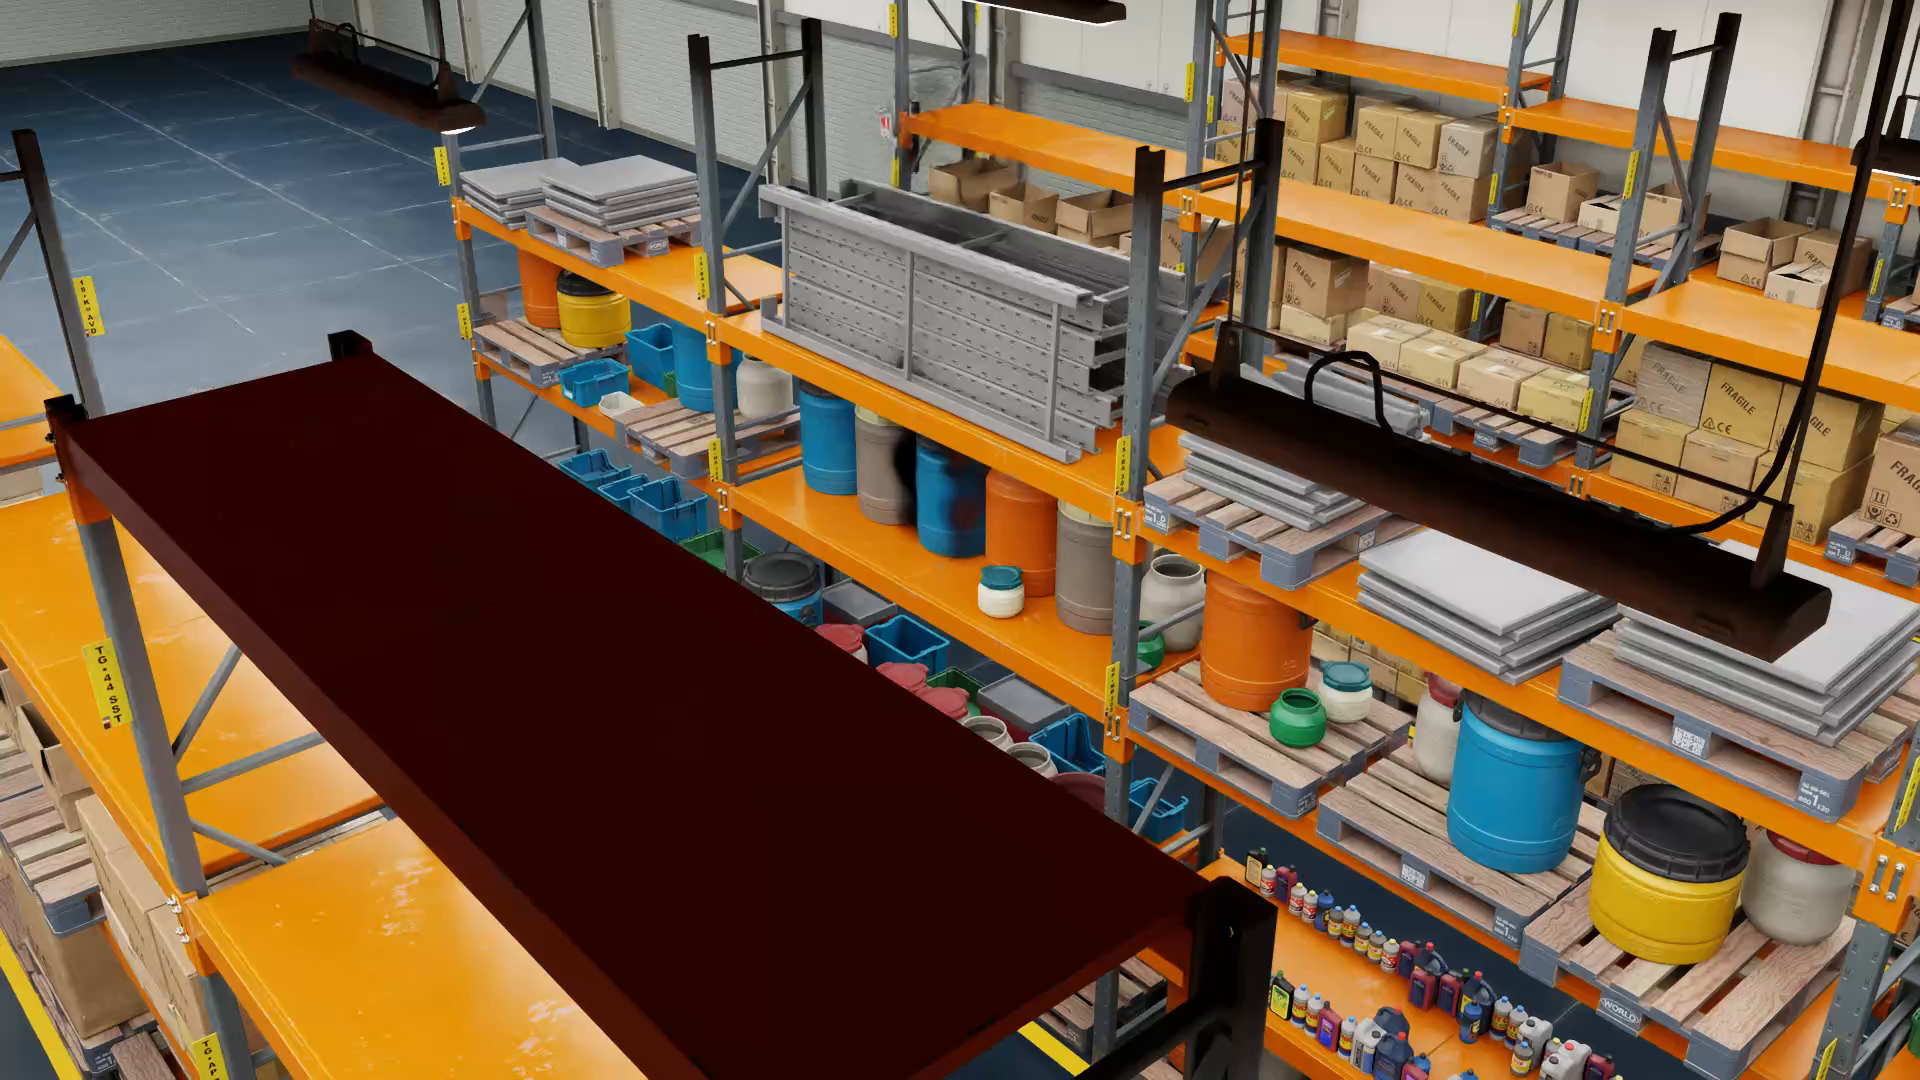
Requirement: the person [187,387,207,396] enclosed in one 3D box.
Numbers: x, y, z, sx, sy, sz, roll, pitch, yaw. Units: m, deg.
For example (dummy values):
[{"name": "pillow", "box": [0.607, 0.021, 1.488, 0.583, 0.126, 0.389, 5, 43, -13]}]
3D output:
[{"name": "person", "box": [-7.584, -0.729, 16.997, 0.990, 1.768, 0.659, -5, 27, -10]}]
